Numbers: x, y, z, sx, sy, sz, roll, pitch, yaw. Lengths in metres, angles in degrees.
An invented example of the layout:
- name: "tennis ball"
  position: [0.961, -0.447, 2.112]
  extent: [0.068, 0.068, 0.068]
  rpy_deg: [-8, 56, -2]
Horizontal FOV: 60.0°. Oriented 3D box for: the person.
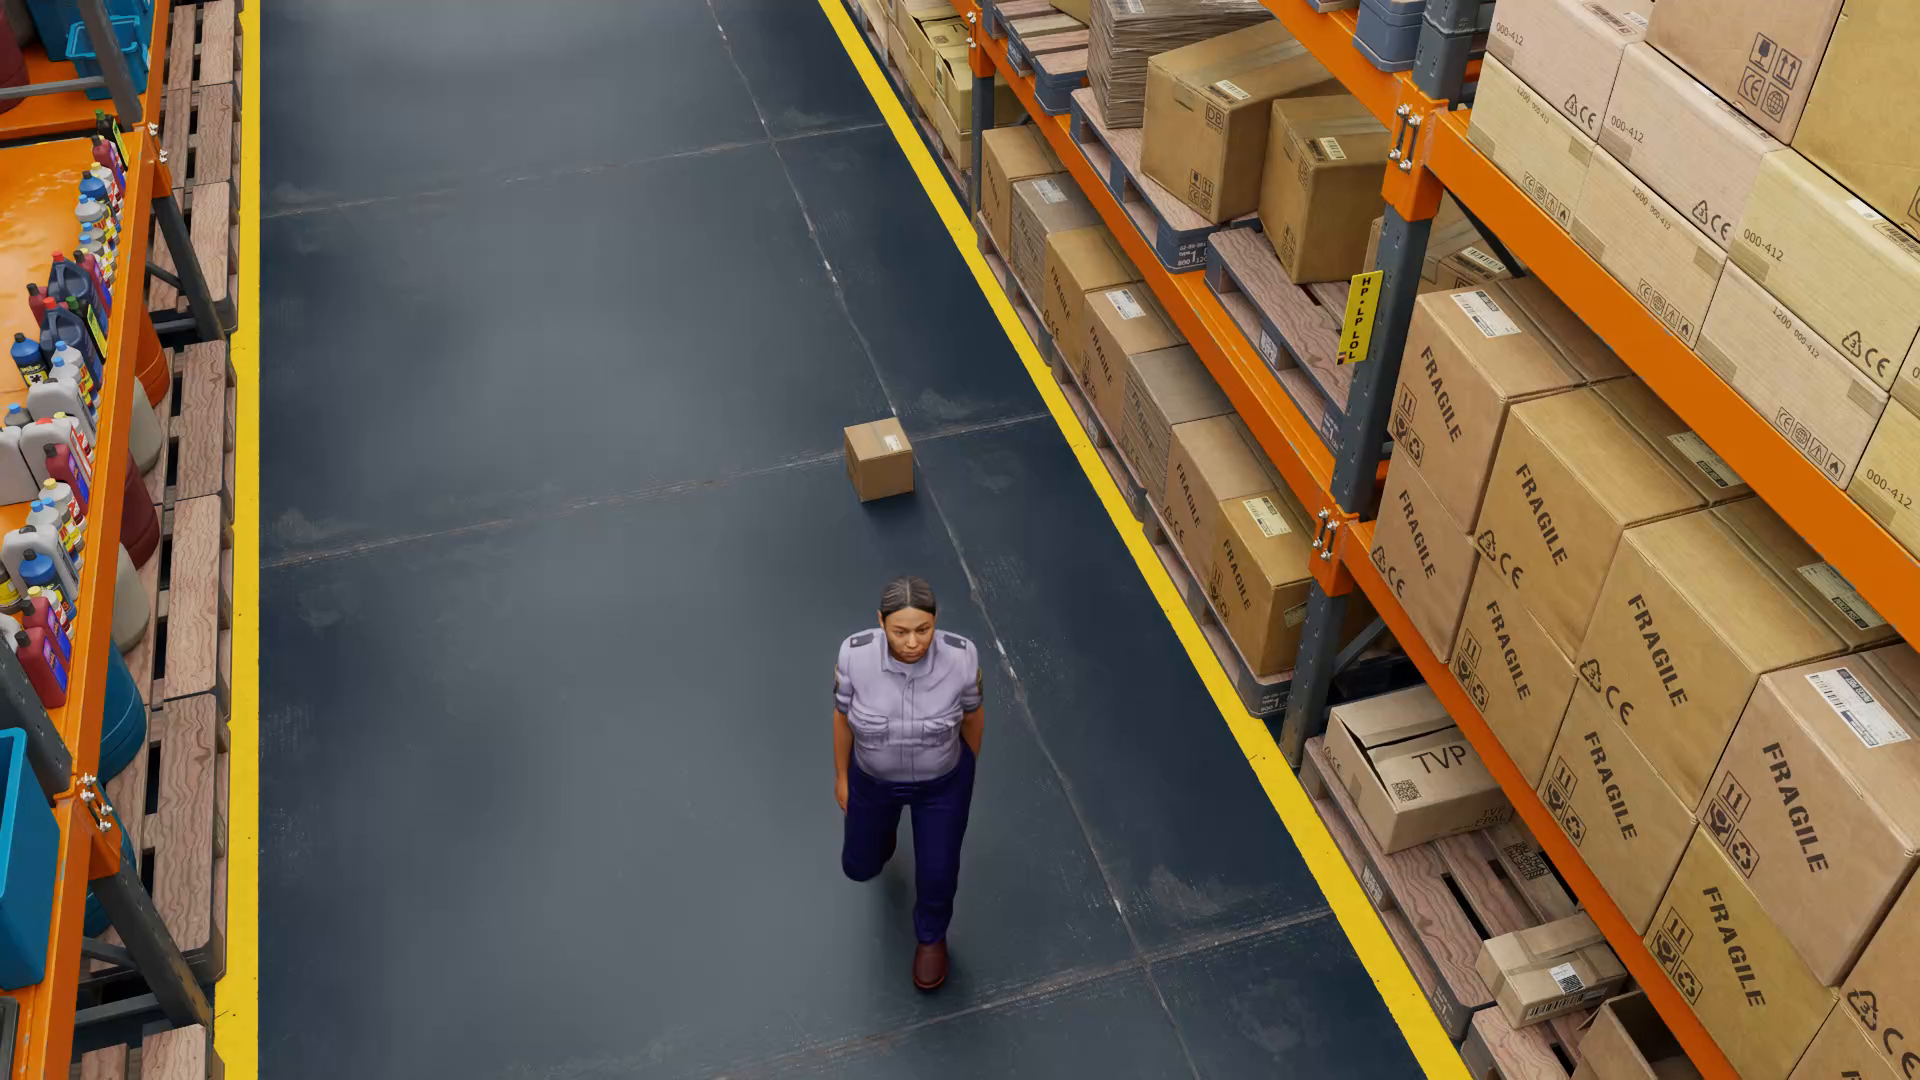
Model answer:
- name: "person"
  position: [-0.163, 0.720, 5.354]
  extent: [0.481, 1.627, 0.654]
  rpy_deg: [1, 43, 1]
